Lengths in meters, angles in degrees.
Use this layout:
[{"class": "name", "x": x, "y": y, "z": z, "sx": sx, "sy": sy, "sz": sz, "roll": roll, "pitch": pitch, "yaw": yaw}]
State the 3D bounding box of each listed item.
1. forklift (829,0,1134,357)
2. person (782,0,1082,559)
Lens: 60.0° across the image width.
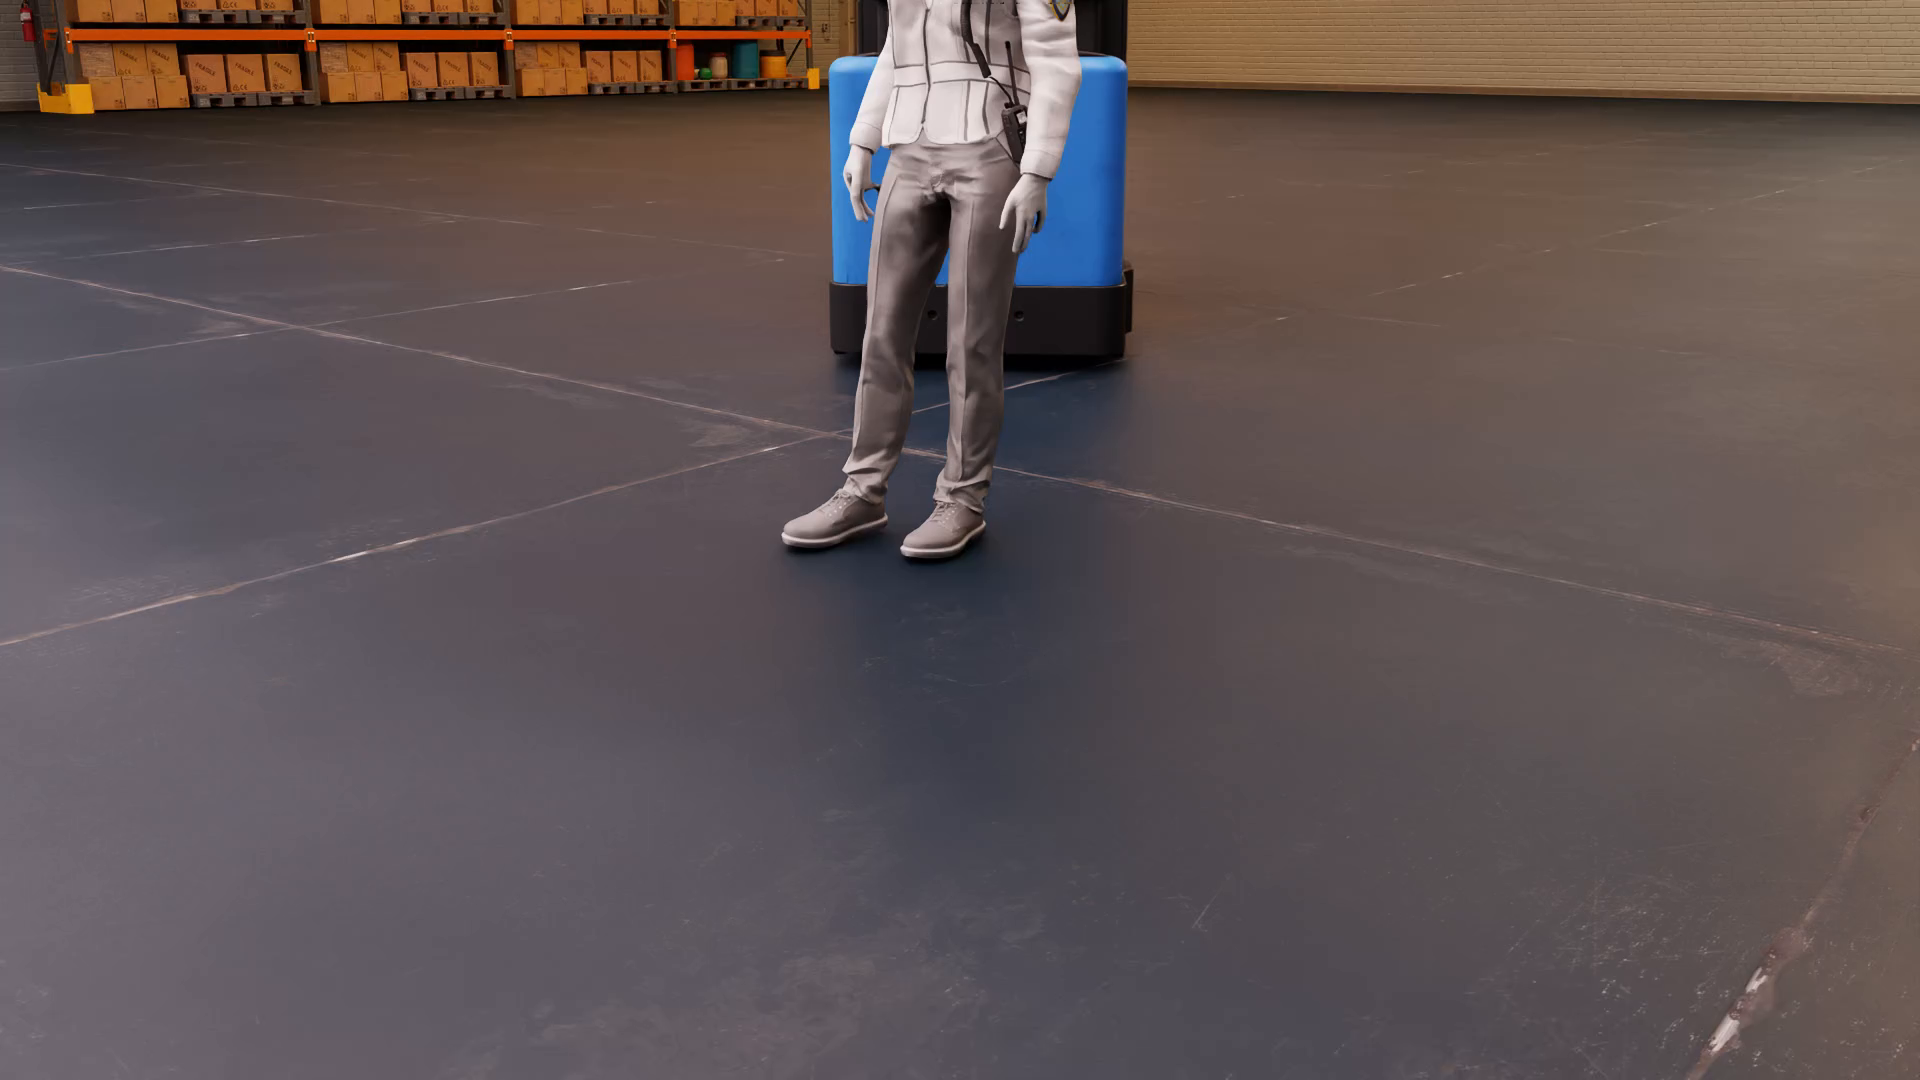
[{"class": "forklift", "x": 0.147, "y": -2.424, "z": 6.882, "sx": 1.130, "sy": 2.935, "sz": 3.031, "roll": 1, "pitch": 17, "yaw": 3}, {"class": "person", "x": -0.048, "y": -0.804, "z": 3.648, "sx": 0.588, "sy": 1.696, "sz": 0.533, "roll": 13, "pitch": 21, "yaw": 37}]
